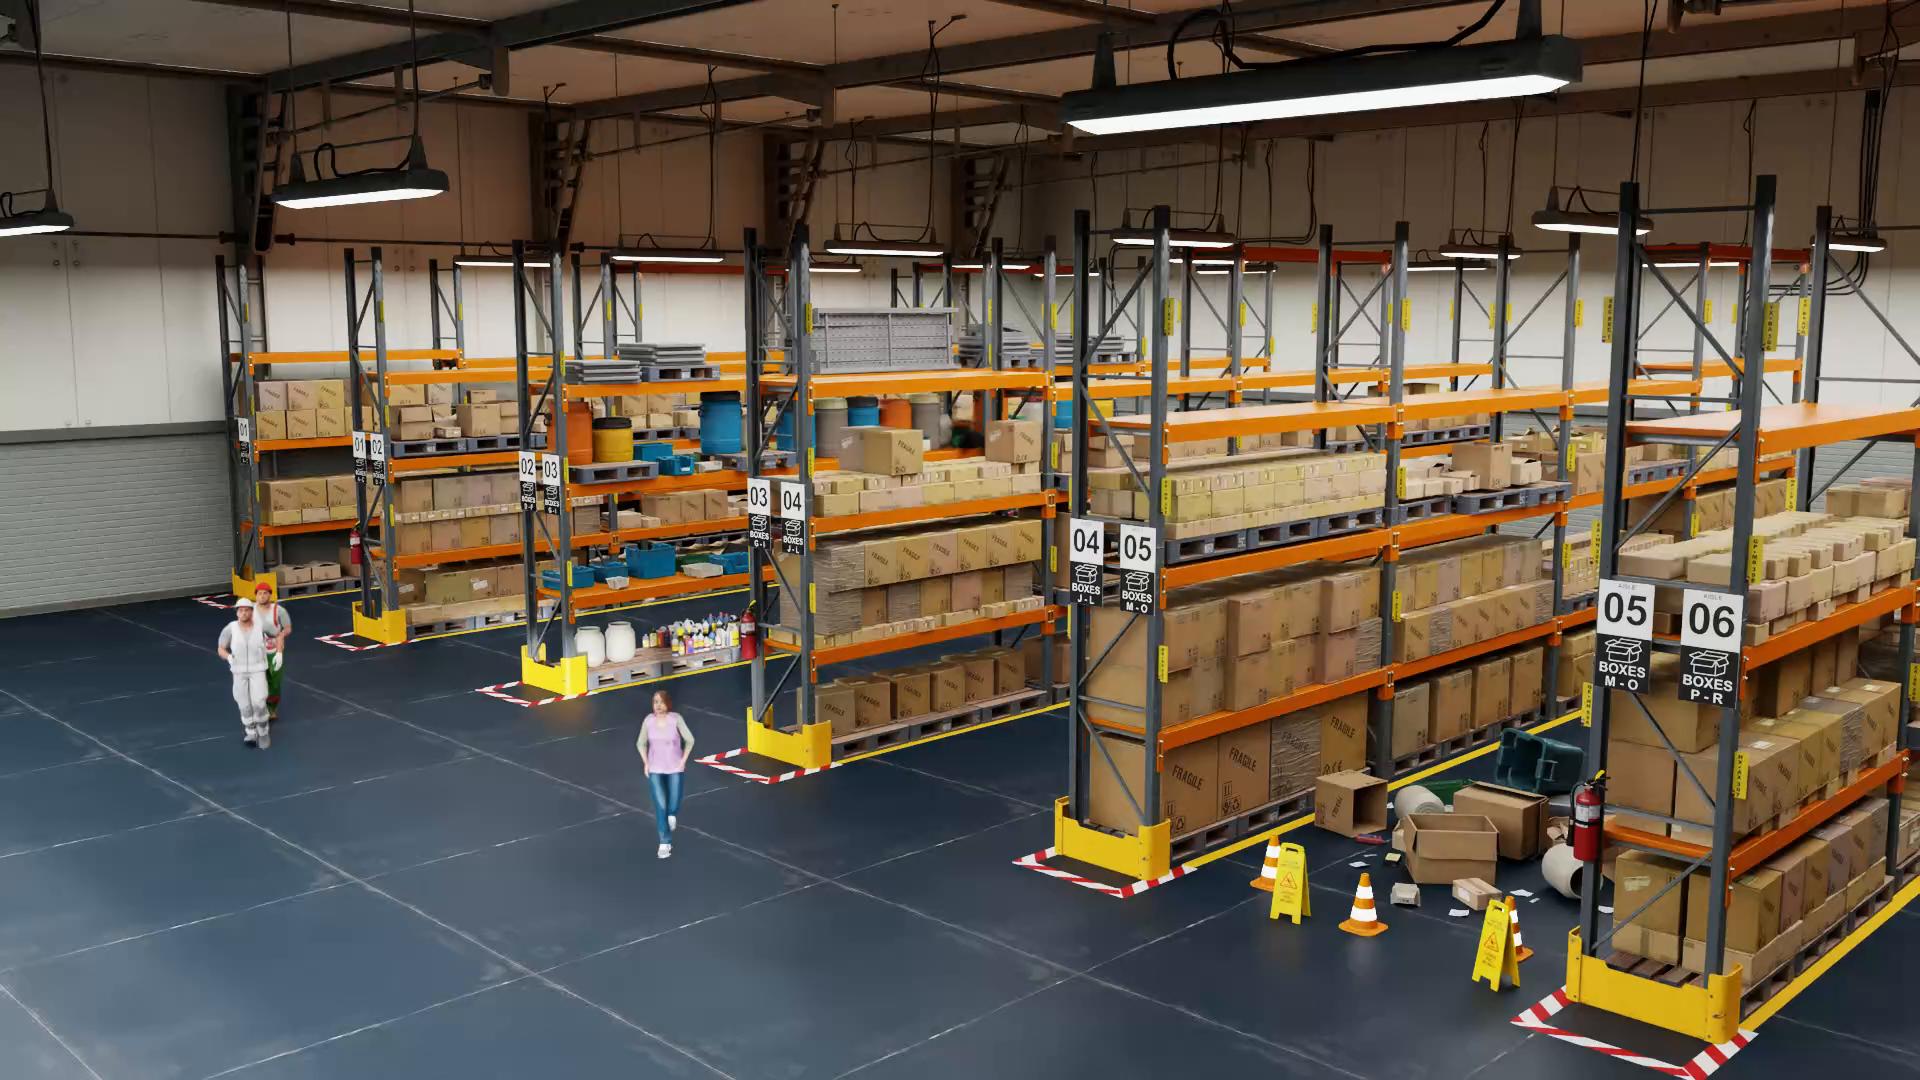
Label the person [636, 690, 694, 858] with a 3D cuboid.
[{"bbox_3d":[-2.793,2.183,15.785,0.540,1.573,0.557,-1,8,-5],"label":"person"}]

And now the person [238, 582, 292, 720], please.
[{"bbox_3d":[-8.552,1.391,20.463,0.649,1.742,0.642,-3,9,-21],"label":"person"}]

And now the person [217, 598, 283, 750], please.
[{"bbox_3d":[-8.237,1.571,19.321,0.690,1.821,0.710,-2,8,-16],"label":"person"}]
